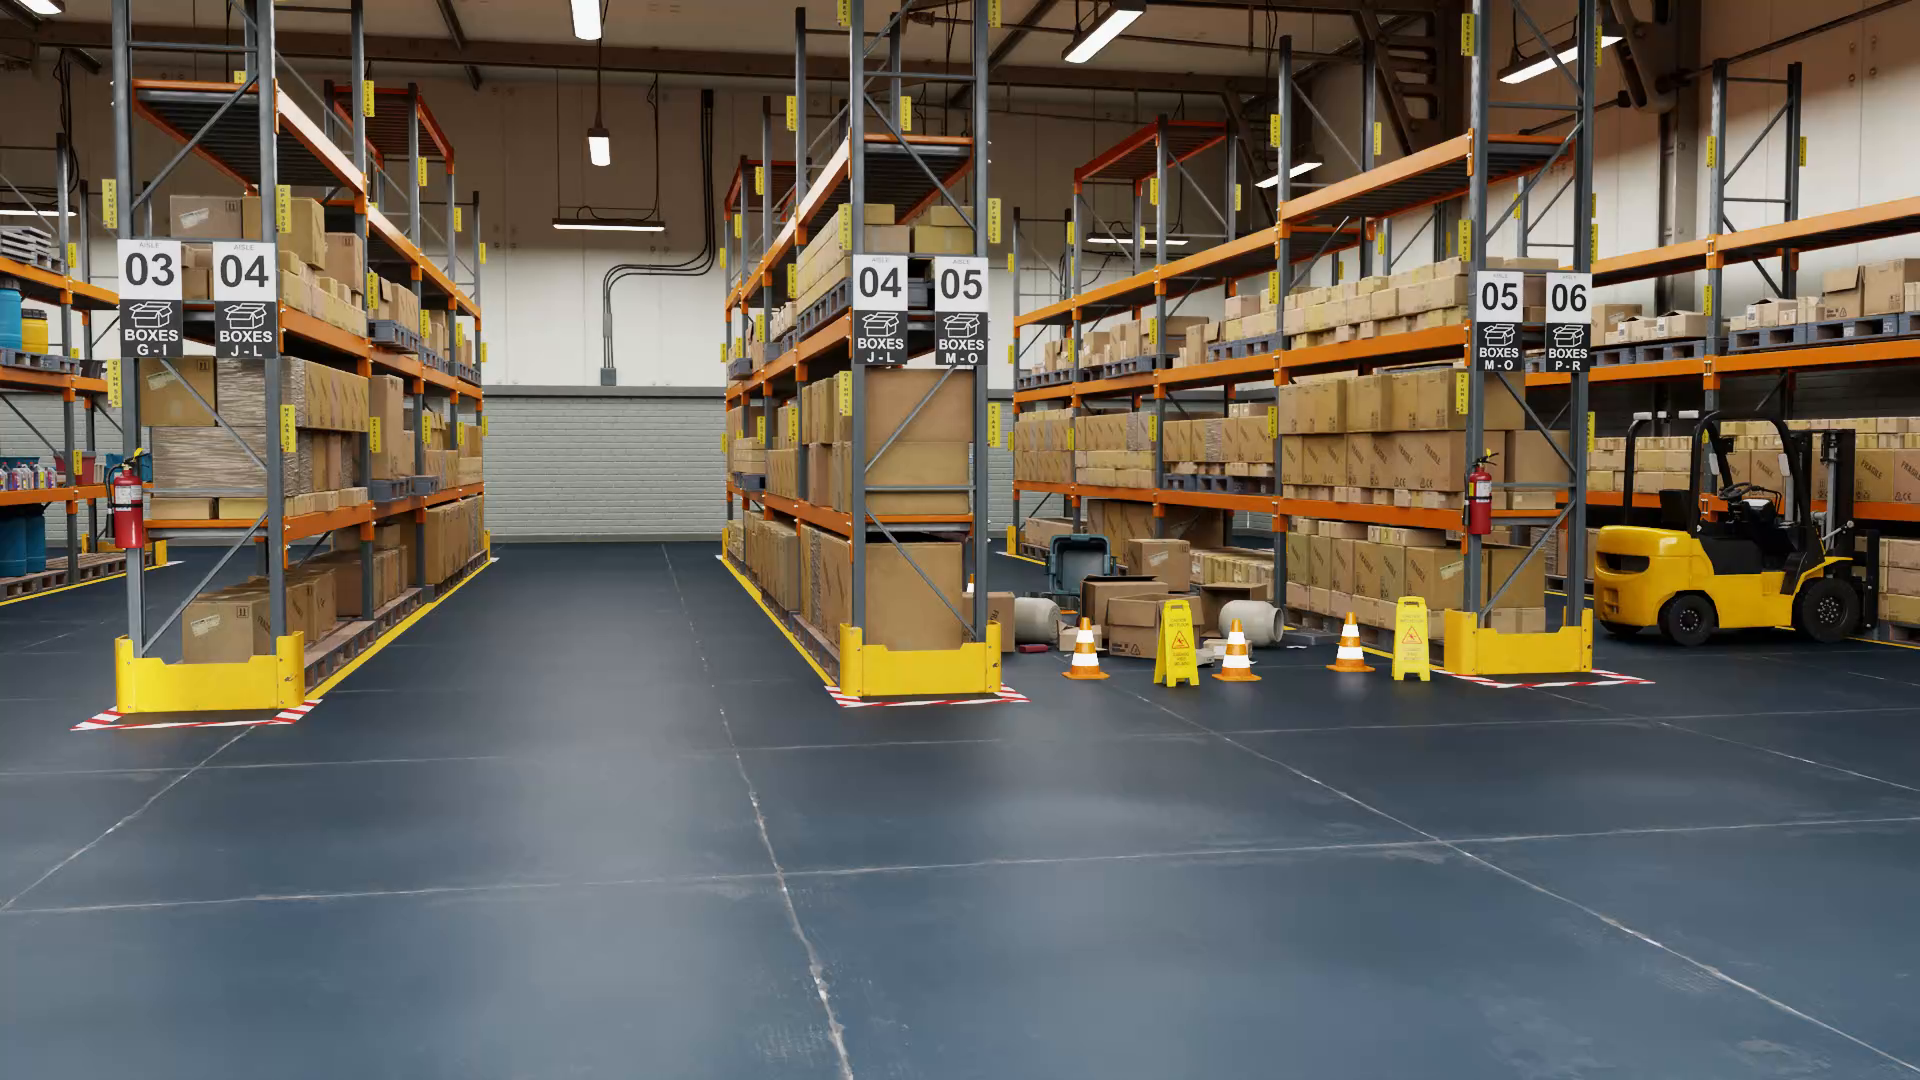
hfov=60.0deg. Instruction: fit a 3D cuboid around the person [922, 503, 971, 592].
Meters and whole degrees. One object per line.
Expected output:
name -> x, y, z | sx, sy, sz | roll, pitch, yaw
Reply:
person -> -0.155, -0.114, 18.958 | 0.587, 1.665, 0.407 | -1, 3, -15
